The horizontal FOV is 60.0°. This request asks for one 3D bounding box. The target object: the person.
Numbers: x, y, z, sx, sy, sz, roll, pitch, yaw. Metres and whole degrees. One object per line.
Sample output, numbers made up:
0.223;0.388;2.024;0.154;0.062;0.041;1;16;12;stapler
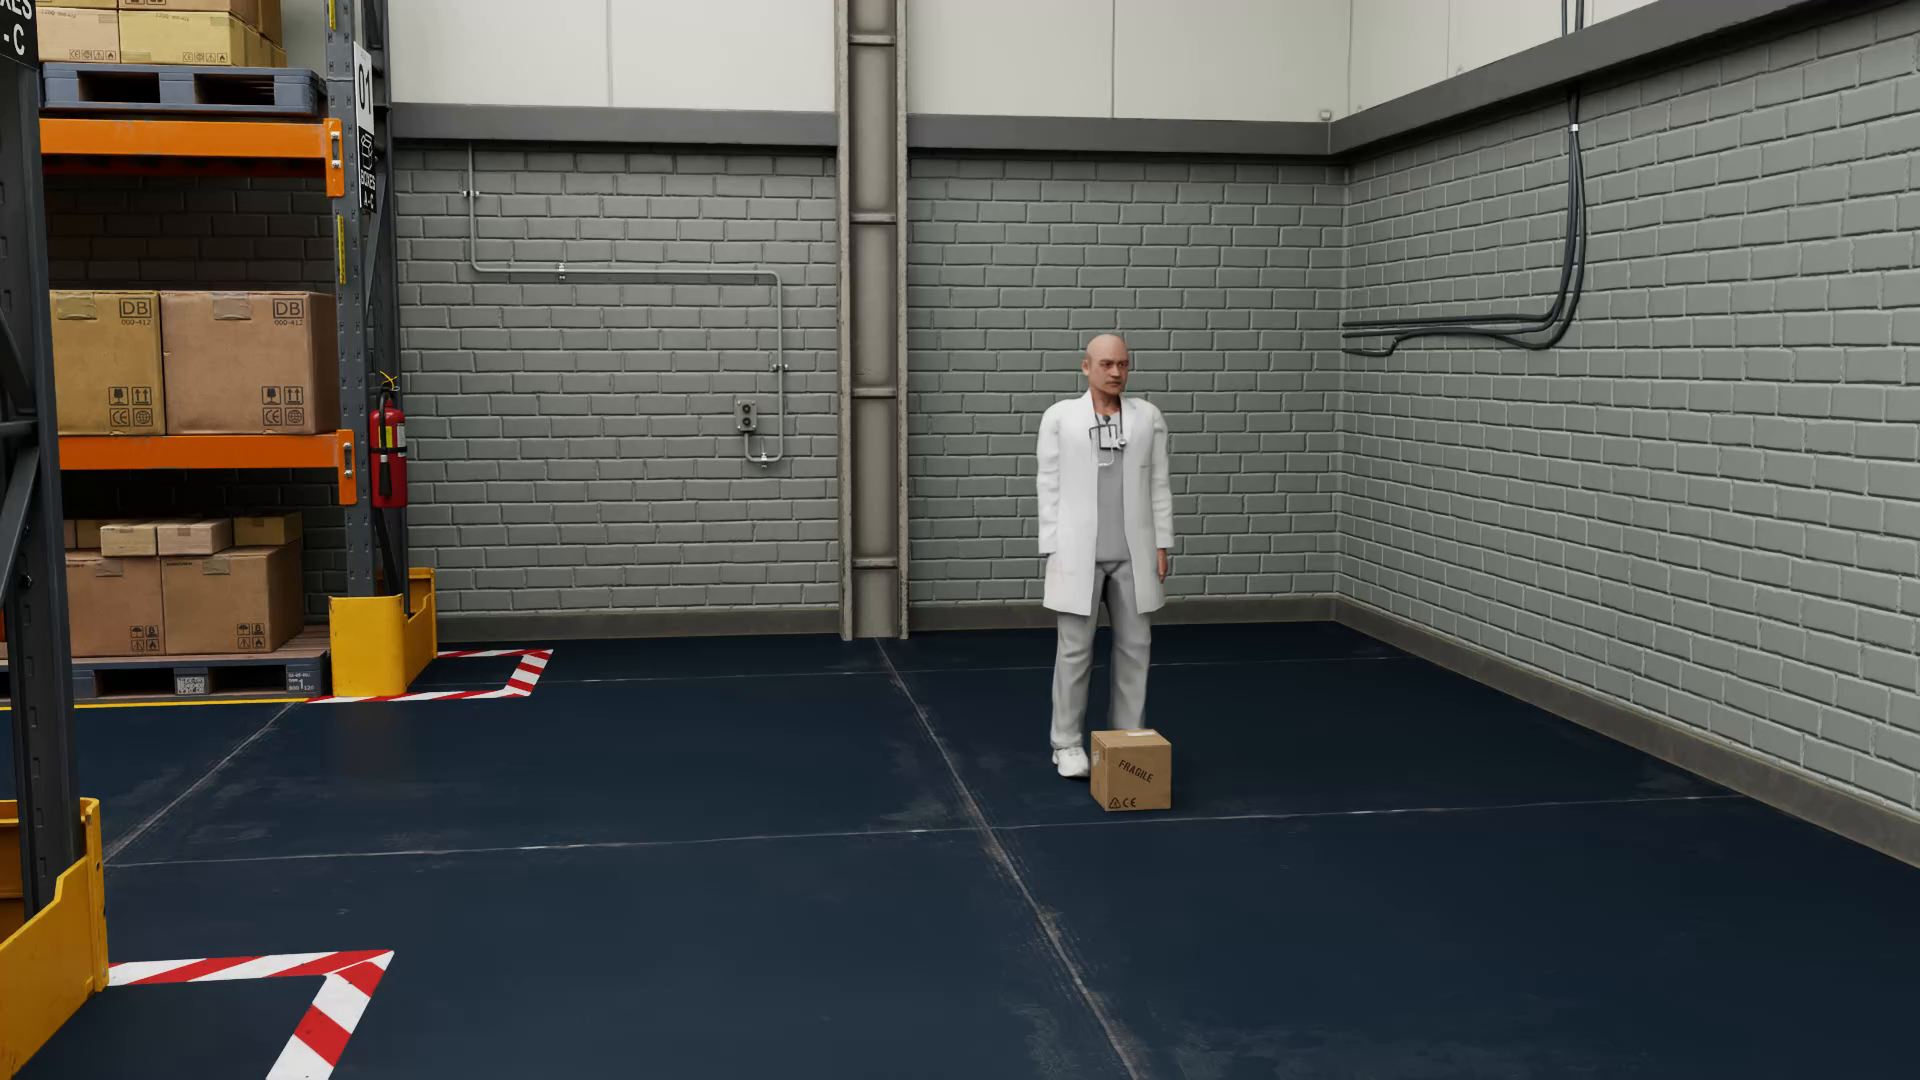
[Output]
0.597;0.061;6.736;0.562;1.777;0.379;-1;6;-7;person
